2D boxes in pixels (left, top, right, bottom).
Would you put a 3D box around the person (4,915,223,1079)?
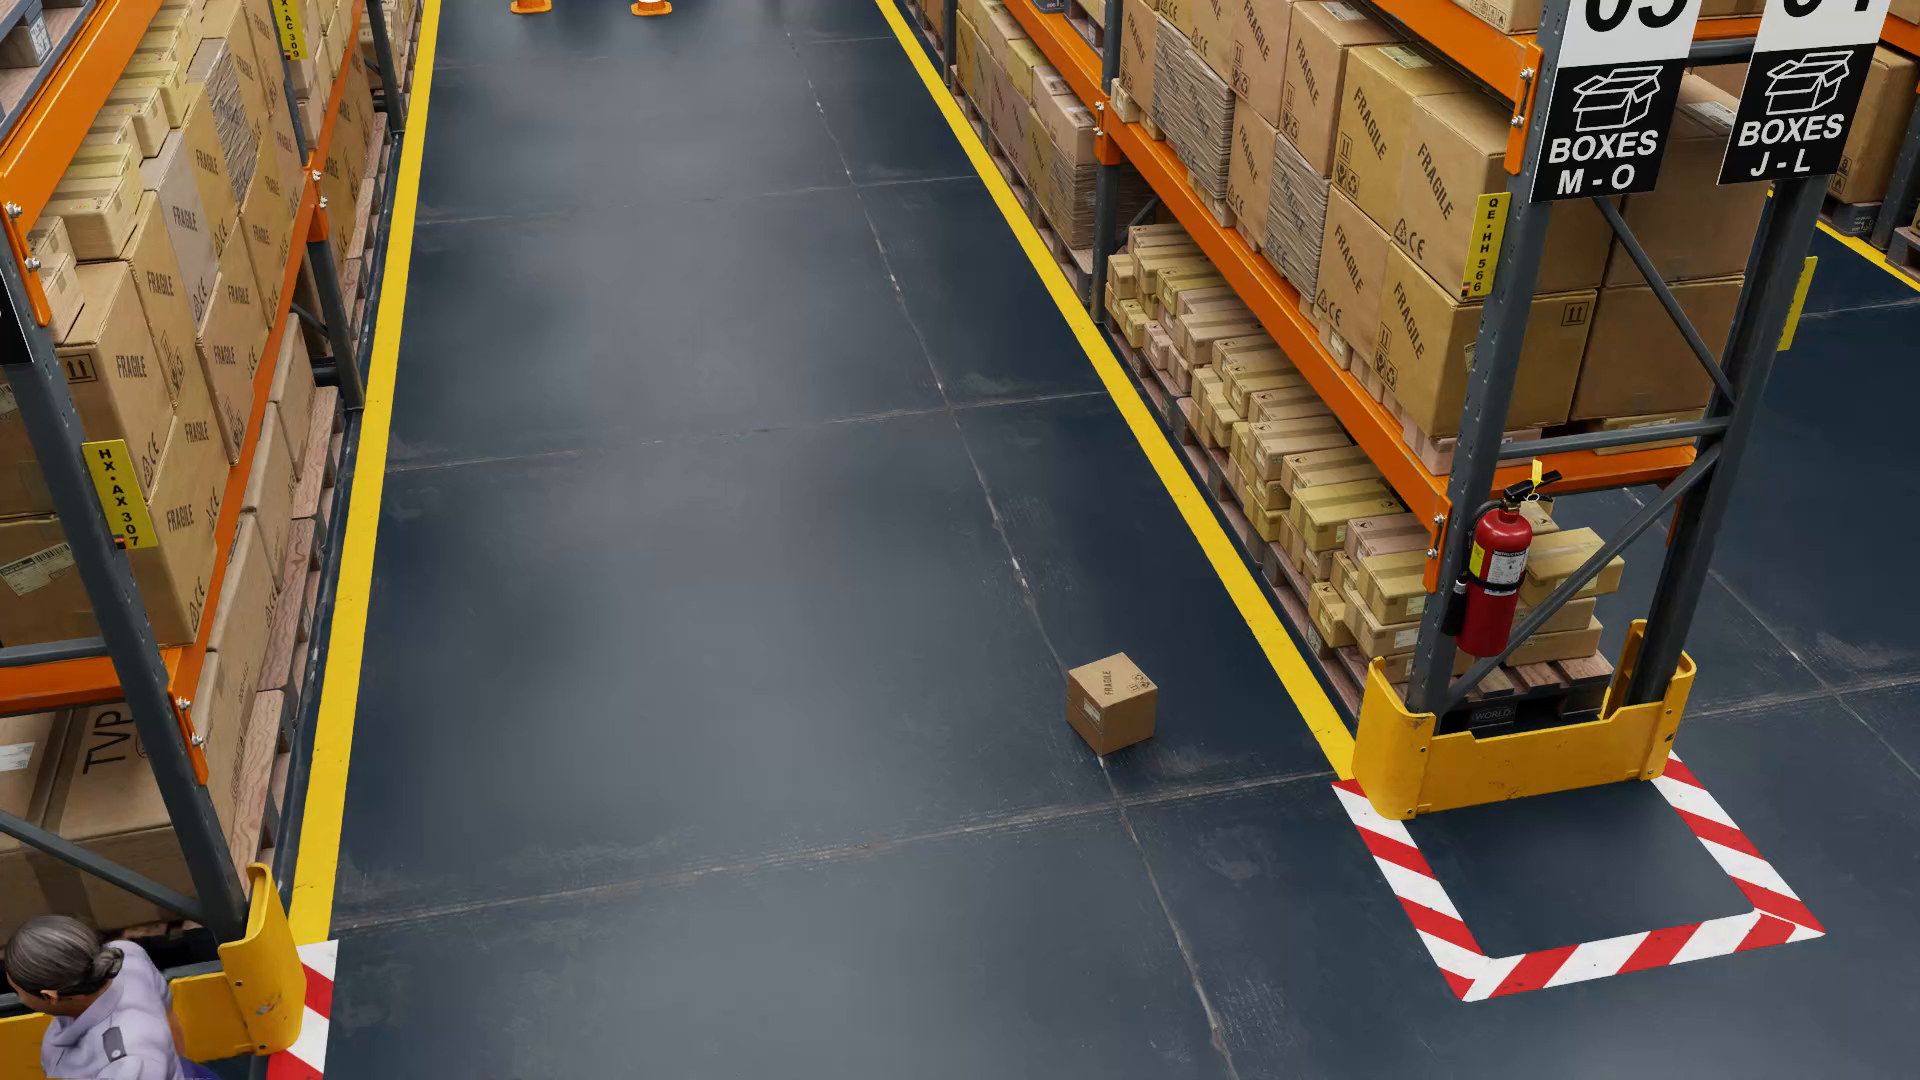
[{"bbox_3d":[-1.906,1.518,3.997,0.595,1.718,0.501,-23,41,-30],"label":"person"}]
